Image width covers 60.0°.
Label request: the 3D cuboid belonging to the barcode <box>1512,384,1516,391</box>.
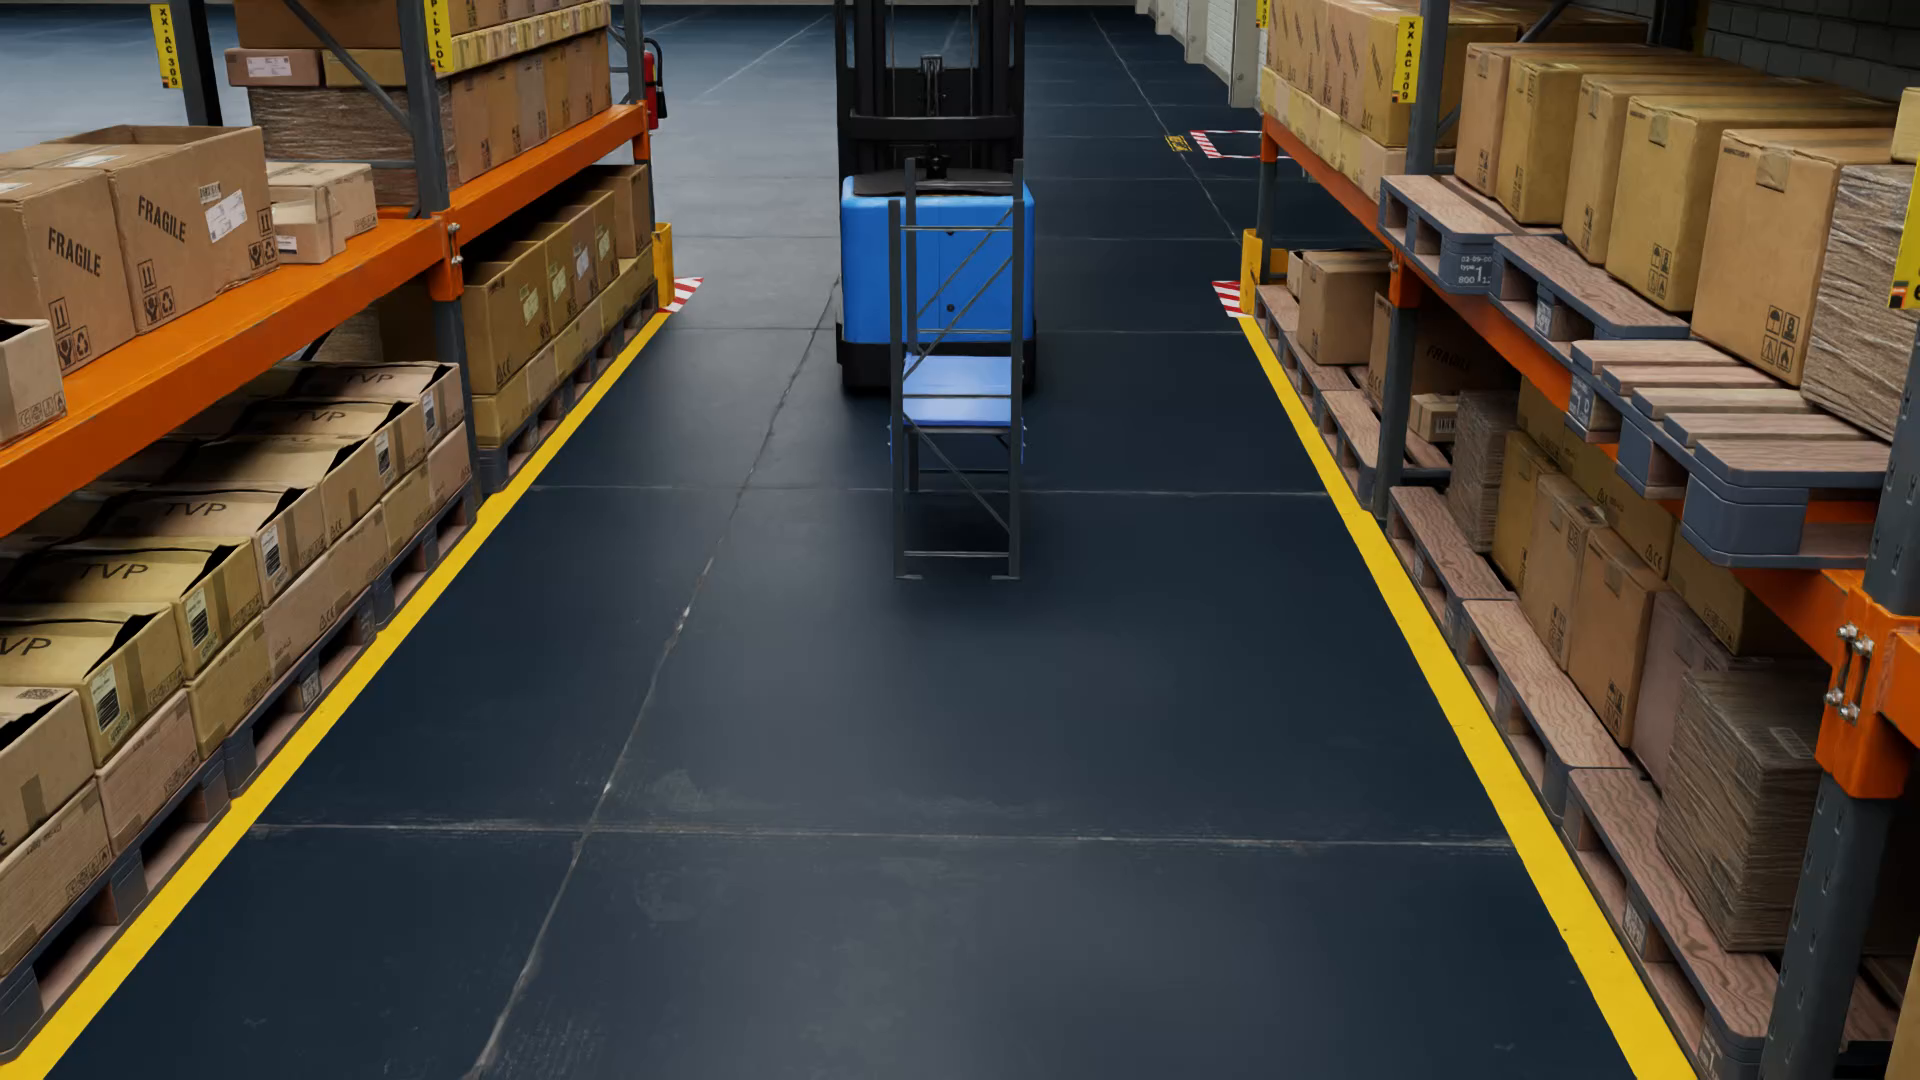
[{"bbox_3d":[2.642,-0.705,7.933,0.001,0.075,0.075,1,21,2],"label":"barcode"}]

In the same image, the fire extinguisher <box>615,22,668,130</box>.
[{"bbox_3d":[-2.046,-2.993,10.702,0.296,0.674,0.183,1,21,2],"label":"fire extinguisher"}]

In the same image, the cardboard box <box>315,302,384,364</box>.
[{"bbox_3d":[-2.813,-1.159,8.053,0.500,0.500,0.500,1,21,2],"label":"cardboard box"}]

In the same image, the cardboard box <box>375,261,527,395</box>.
[{"bbox_3d":[-2.309,-0.972,7.572,0.500,0.500,0.500,1,21,2],"label":"cardboard box"}]

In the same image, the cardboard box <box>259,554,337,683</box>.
[{"bbox_3d":[-2.408,0.246,5.468,0.500,0.250,0.500,1,21,3],"label":"cardboard box"}]

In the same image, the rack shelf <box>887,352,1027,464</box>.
[{"bbox_3d":[0.003,-0.562,6.902,0.538,0.185,1.000,1,21,2],"label":"rack shelf"}]

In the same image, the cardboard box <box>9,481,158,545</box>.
[{"bbox_3d":[-2.943,-0.017,5.373,0.500,0.311,0.500,1,21,3],"label":"cardboard box"}]

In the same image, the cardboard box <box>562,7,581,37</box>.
[{"bbox_3d":[-2.359,-2.922,9.377,0.380,0.149,0.250,1,21,2],"label":"cardboard box"}]

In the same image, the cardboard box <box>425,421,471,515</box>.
[{"bbox_3d":[-2.358,-0.305,6.890,0.500,0.250,0.500,0,21,1],"label":"cardboard box"}]

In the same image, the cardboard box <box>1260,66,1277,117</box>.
[{"bbox_3d":[2.105,-2.704,10.032,0.500,0.250,0.500,0,21,0],"label":"cardboard box"}]

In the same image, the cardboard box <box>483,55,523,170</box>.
[{"bbox_3d":[-2.600,-2.124,8.218,0.700,0.500,0.500,1,21,2],"label":"cardboard box"}]

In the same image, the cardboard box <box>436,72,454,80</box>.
[{"bbox_3d":[-2.426,-2.080,7.207,0.380,0.149,0.250,1,21,2],"label":"cardboard box"}]

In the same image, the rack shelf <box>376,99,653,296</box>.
[{"bbox_3d":[-2.575,-1.932,8.857,1.077,0.370,4.000,1,21,2],"label":"rack shelf"}]

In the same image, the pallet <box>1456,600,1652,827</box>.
[{"bbox_3d":[2.259,0.532,5.365,1.003,0.211,1.213,1,21,2],"label":"pallet"}]

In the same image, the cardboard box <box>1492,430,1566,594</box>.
[{"bbox_3d":[2.345,-0.078,5.930,0.700,0.500,0.500,0,21,1],"label":"cardboard box"}]

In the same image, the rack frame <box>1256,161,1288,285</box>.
[{"bbox_3d":[2.438,-2.938,10.454,1.000,3.000,0.127,1,21,2],"label":"rack frame"}]

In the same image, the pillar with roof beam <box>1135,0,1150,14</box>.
[{"bbox_3d":[-0.110,-16.366,36.769,9.100,9.000,0.400,1,21,2],"label":"pillar with roof beam"}]

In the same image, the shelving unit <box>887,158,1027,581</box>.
[{"bbox_3d":[0.003,-0.730,6.837,0.538,1.500,1.048,1,21,2],"label":"shelving unit"}]

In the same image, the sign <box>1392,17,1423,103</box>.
[{"bbox_3d":[1.773,-1.898,6.578,0.100,0.325,0.005,1,21,2],"label":"sign"}]

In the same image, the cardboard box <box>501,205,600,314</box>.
[{"bbox_3d":[-2.265,-1.515,8.970,0.500,0.500,0.500,1,21,2],"label":"cardboard box"}]

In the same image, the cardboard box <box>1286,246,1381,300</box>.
[{"bbox_3d":[2.327,-1.640,10.218,0.500,0.311,0.500,-2,21,-4],"label":"cardboard box"}]

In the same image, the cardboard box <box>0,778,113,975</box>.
[{"bbox_3d":[-2.448,0.802,4.037,0.500,0.250,0.500,1,21,1],"label":"cardboard box"}]

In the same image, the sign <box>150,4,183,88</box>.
[{"bbox_3d":[-3.190,-1.991,6.707,0.100,0.325,0.005,1,21,2],"label":"sign"}]

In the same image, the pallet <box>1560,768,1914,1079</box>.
[{"bbox_3d":[2.219,0.972,4.232,1.003,0.211,1.213,1,21,2],"label":"pallet"}]

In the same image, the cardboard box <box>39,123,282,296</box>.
[{"bbox_3d":[-2.691,-1.123,5.639,0.500,0.500,0.500,2,21,6],"label":"cardboard box"}]

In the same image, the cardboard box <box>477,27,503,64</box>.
[{"bbox_3d":[-2.404,-2.358,7.925,0.380,0.149,0.250,0,21,0],"label":"cardboard box"}]

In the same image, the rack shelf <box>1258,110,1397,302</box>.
[{"bbox_3d":[2.377,-1.879,8.720,1.077,0.370,4.000,1,21,2],"label":"rack shelf"}]

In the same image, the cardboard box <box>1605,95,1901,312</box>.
[{"bbox_3d":[2.214,-0.918,4.501,0.700,0.500,0.500,1,21,2],"label":"cardboard box"}]

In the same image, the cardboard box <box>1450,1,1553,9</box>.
[{"bbox_3d":[2.579,-2.315,7.992,0.500,0.500,0.500,1,21,3],"label":"cardboard box"}]

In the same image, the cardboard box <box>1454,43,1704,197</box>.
[{"bbox_3d":[2.266,-1.560,6.155,0.700,0.500,0.500,1,21,2],"label":"cardboard box"}]

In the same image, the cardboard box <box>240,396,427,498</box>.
[{"bbox_3d":[-2.371,-0.382,6.313,0.500,0.311,0.500,1,21,3],"label":"cardboard box"}]

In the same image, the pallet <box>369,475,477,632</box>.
[{"bbox_3d":[-2.619,0.022,6.680,1.003,0.211,1.213,1,21,2],"label":"pallet"}]

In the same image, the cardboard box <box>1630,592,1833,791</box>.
[{"bbox_3d":[2.296,0.469,4.521,0.700,0.500,0.500,1,21,2],"label":"cardboard box"}]

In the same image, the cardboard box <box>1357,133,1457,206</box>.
[{"bbox_3d":[2.027,-1.606,7.200,0.500,0.250,0.500,1,21,2],"label":"cardboard box"}]

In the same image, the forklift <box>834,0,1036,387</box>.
[{"bbox_3d":[-0.185,-2.678,9.879,1.130,2.935,3.031,-1,21,-3],"label":"forklift"}]

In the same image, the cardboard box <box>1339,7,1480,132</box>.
[{"bbox_3d":[2.031,-2.135,7.529,0.500,0.500,0.500,1,21,1],"label":"cardboard box"}]

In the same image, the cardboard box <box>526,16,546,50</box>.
[{"bbox_3d":[-2.380,-2.639,8.648,0.380,0.149,0.250,0,21,1],"label":"cardboard box"}]

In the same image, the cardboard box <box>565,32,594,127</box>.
[{"bbox_3d":[-2.552,-2.679,9.649,0.700,0.500,0.500,1,21,3],"label":"cardboard box"}]

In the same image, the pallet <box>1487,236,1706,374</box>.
[{"bbox_3d":[2.214,-0.672,4.879,1.003,0.211,1.213,1,21,2],"label":"pallet"}]

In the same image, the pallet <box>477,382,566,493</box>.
[{"bbox_3d":[-2.570,-0.532,8.108,1.003,0.211,1.213,1,21,2],"label":"pallet"}]

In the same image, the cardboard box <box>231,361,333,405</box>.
[{"bbox_3d":[-2.897,-0.573,6.805,0.500,0.311,0.500,1,21,2],"label":"cardboard box"}]

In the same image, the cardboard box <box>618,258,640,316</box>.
[{"bbox_3d":[-2.238,-1.527,10.038,0.500,0.250,0.500,1,21,2],"label":"cardboard box"}]

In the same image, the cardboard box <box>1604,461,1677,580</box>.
[{"bbox_3d":[2.255,-0.087,4.917,0.500,0.250,0.500,1,21,1],"label":"cardboard box"}]

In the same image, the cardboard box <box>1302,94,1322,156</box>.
[{"bbox_3d":[2.065,-2.150,8.602,0.500,0.250,0.500,1,21,2],"label":"cardboard box"}]

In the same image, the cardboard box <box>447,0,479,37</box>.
[{"bbox_3d":[-2.614,-2.539,7.495,0.700,0.500,0.500,1,21,1],"label":"cardboard box"}]

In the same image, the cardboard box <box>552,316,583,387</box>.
[{"bbox_3d":[-2.278,-0.984,8.640,0.500,0.250,0.500,1,21,2],"label":"cardboard box"}]

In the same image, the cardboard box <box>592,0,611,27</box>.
[{"bbox_3d":[-2.335,-3.200,10.094,0.380,0.149,0.250,0,21,1],"label":"cardboard box"}]

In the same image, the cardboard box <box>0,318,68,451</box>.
[{"bbox_3d":[-2.536,-0.378,3.980,0.500,0.311,0.500,0,21,1],"label":"cardboard box"}]

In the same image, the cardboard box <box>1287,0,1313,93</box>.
[{"bbox_3d":[2.076,-2.692,8.964,0.500,0.500,0.500,0,21,0],"label":"cardboard box"}]

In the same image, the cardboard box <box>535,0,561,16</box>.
[{"bbox_3d":[-2.568,-3.082,8.894,0.700,0.500,0.500,1,21,2],"label":"cardboard box"}]

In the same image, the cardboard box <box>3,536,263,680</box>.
[{"bbox_3d":[-2.422,0.166,4.901,0.500,0.311,0.500,0,21,0],"label":"cardboard box"}]

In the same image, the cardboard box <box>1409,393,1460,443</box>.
[{"bbox_3d":[2.302,-0.570,7.659,0.380,0.166,0.250,-2,21,-5],"label":"cardboard box"}]

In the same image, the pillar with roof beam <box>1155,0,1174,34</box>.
[{"bbox_3d":[-0.292,-14.197,31.178,9.100,9.000,0.400,1,21,2],"label":"pillar with roof beam"}]
